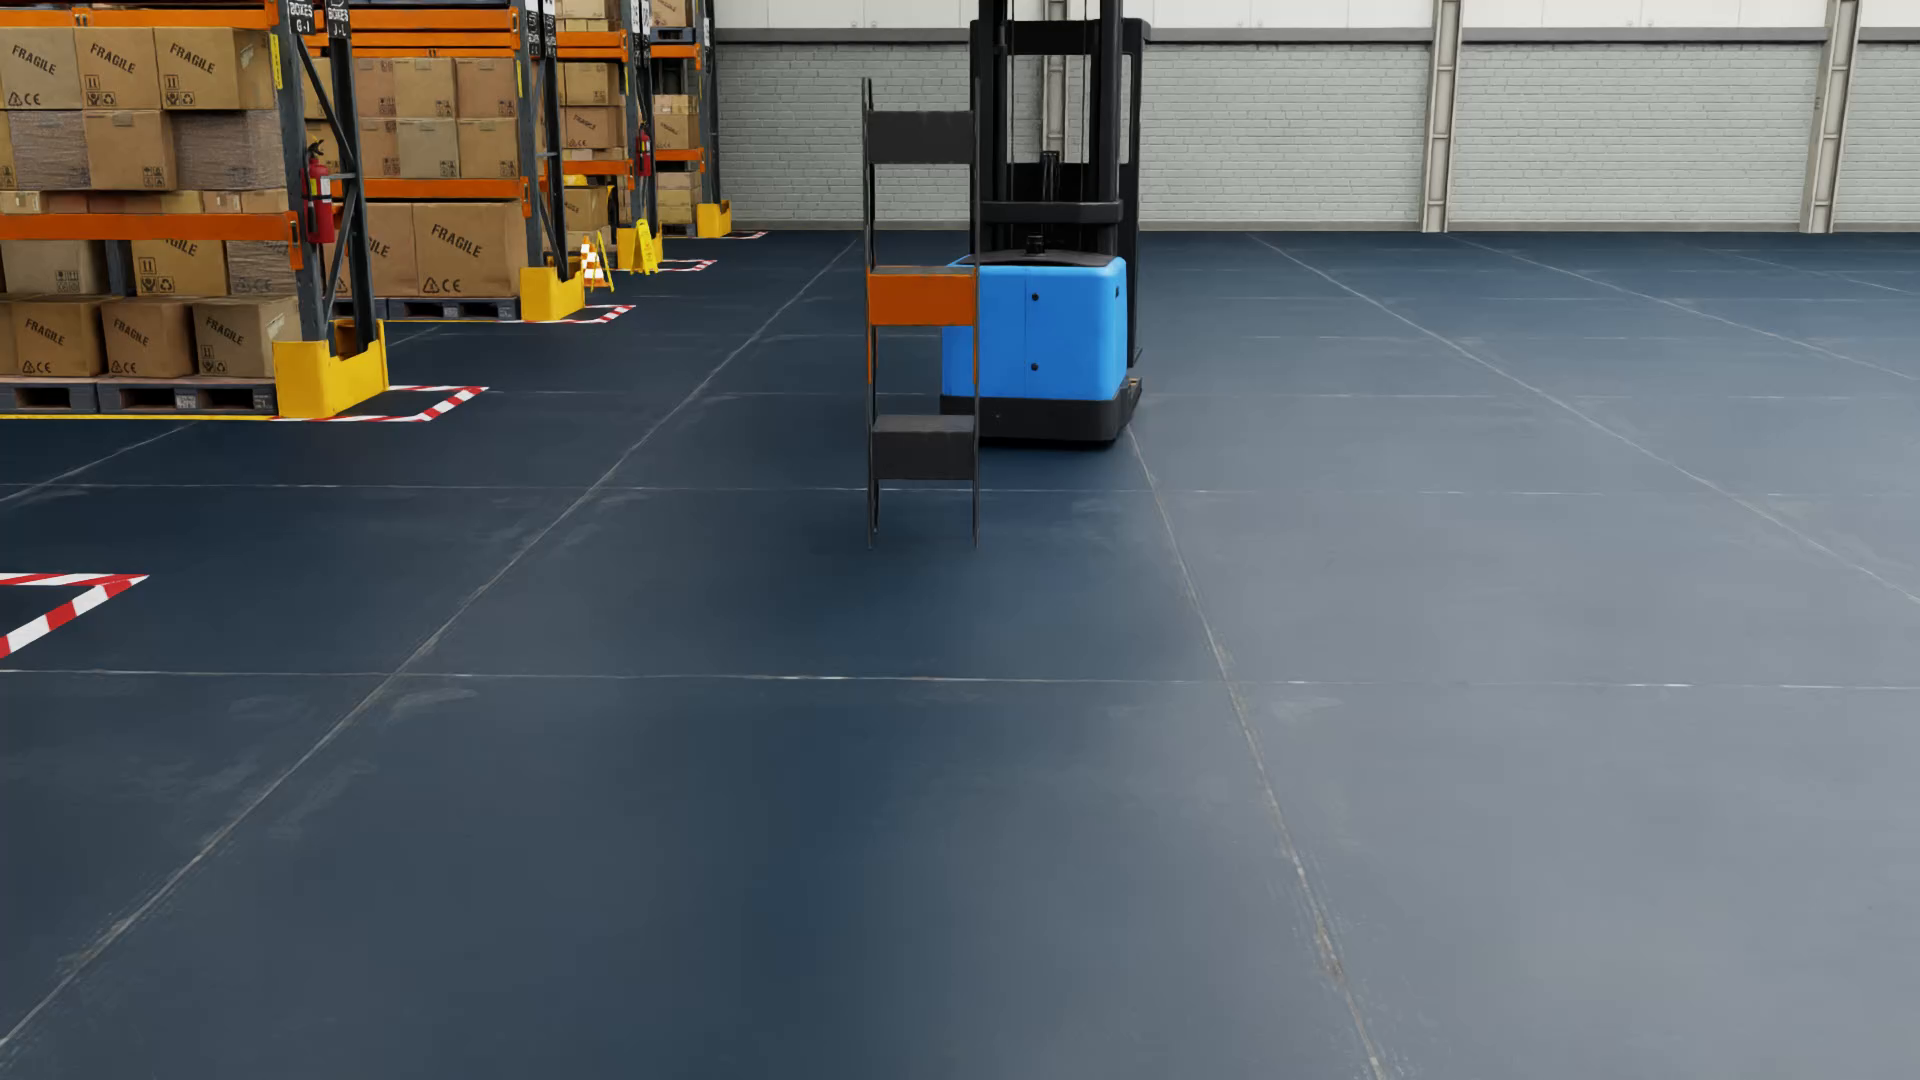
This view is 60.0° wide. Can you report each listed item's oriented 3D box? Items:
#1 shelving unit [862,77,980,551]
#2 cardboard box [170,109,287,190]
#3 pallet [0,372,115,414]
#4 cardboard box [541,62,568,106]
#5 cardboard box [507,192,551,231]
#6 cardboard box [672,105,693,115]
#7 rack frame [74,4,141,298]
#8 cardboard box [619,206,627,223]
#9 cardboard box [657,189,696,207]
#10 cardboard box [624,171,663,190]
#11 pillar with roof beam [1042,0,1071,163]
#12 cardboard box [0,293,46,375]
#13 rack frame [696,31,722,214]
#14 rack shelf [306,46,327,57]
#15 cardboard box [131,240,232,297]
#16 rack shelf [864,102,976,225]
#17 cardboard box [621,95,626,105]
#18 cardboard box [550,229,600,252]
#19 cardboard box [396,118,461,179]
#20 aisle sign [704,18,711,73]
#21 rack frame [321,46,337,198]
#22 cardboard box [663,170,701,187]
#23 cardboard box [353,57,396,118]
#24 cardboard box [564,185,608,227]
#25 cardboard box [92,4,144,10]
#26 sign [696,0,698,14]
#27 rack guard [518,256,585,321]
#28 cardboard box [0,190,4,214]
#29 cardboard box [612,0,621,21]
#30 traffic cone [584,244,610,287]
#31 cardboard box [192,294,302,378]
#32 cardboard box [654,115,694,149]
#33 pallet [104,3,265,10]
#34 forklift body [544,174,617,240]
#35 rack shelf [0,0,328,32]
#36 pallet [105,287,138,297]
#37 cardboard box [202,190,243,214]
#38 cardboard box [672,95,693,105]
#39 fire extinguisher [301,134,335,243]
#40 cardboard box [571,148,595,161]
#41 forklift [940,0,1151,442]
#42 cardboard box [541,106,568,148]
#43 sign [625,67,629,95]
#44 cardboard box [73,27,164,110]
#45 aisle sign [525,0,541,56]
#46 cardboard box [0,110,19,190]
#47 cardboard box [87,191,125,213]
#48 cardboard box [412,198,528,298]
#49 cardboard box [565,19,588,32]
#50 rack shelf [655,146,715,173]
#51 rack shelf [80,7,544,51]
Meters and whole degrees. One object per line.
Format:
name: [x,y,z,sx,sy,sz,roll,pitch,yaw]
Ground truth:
shelving unit: [-0.165,-1.016,7.576,0.503,2.100,0.431,0,15,1]
cardboard box: [-4.752,-2.596,11.020,0.500,0.500,0.875,0,15,1]
pallet: [-6.307,-1.068,11.475,1.213,0.211,1.003,0,15,1]
cardboard box: [-4.972,-5.549,20.253,0.500,0.500,0.700,1,15,2]
cardboard box: [-5.279,-4.098,20.588,0.500,0.500,0.500,1,15,4]
cardboard box: [-4.181,-6.479,25.050,0.250,0.149,0.380,1,15,2]
rack frame: [-7.974,-3.683,15.921,0.127,3.000,1.000,0,15,1]
cardboard box: [-5.301,-4.993,25.453,0.500,0.250,0.500,1,15,2]
cardboard box: [-4.321,-5.225,25.351,0.500,0.250,0.500,0,15,1]
cardboard box: [-4.806,-5.468,25.294,0.500,0.250,0.500,1,15,2]
pillar with roof beam: [1.388,-8.184,21.221,0.400,9.000,9.100,0,15,1]
cardboard box: [-6.608,-1.415,11.400,0.500,0.500,0.500,-1,15,-4]
rack frame: [-3.827,-6.186,25.408,0.127,3.000,1.000,0,15,1]
rack shelf: [-9.948,-6.062,20.467,4.000,0.370,1.077,0,15,1]
cardboard box: [-7.347,-2.837,16.055,0.875,0.875,0.875,1,15,2]
rack shelf: [-0.165,-1.680,7.401,0.480,0.518,0.431,0,15,1]
cardboard box: [-4.947,-6.650,25.114,0.250,0.149,0.380,0,15,2]
cardboard box: [-4.789,-3.731,20.667,0.500,0.250,0.500,0,15,1]
cardboard box: [-4.898,-3.719,15.761,0.550,0.550,0.875,0,15,1]
aisle sign: [-3.769,-7.368,24.790,0.004,0.787,0.394,0,15,1]
rack frame: [-7.949,-4.946,20.708,0.127,3.000,1.000,0,15,1]
cardboard box: [-4.303,-5.595,25.772,0.500,0.250,0.500,0,15,1]
cardboard box: [-5.454,-4.283,15.782,0.550,0.550,0.875,0,15,1]
cardboard box: [-4.773,-4.232,21.098,0.500,0.500,0.500,0,15,0]
cardboard box: [-10.422,-6.470,20.401,0.637,0.503,0.797,0,15,1]
sign: [-3.855,-7.888,24.398,0.005,0.325,0.100,0,15,1]
rack guard: [-3.951,-2.449,16.141,0.348,0.500,1.175,0,15,1]
cardboard box: [-6.244,-2.223,10.879,0.250,0.149,0.380,0,15,1]
cardboard box: [-4.446,-6.513,20.478,0.500,0.250,0.500,0,15,0]
traffic cone: [-4.101,-3.082,18.616,0.334,0.463,0.336,0,15,1]
cardboard box: [-4.827,-1.396,11.327,0.500,0.500,0.500,3,15,12]
cardboard box: [-4.326,-6.171,25.153,0.500,0.500,0.500,0,15,0]
pallet: [-7.156,-5.083,15.519,1.213,0.211,1.003,0,15,1]
forklift body: [-5.769,-5.323,23.799,1.214,2.155,2.313,0,15,1]
rack shelf: [-6.202,-3.509,10.789,4.000,0.370,1.077,0,15,1]
pallet: [-8.747,-2.321,16.223,1.213,0.211,1.003,0,15,1]
cardboard box: [-4.743,-2.223,10.877,0.250,0.149,0.380,0,15,1]
cardboard box: [-4.190,-6.641,25.079,0.250,0.149,0.380,0,15,2]
fire extinguisher: [-4.100,-2.237,10.592,0.183,0.674,0.296,0,15,1]
cardboard box: [-4.585,-4.720,20.343,0.250,0.149,0.380,0,15,1]
forklift: [0.649,-2.328,10.920,1.130,2.935,3.031,3,15,10]
cardboard box: [-5.000,-5.050,20.323,0.500,0.500,0.500,0,15,2]
sign: [-3.984,-5.492,19.885,0.005,0.325,0.100,0,15,1]
cardboard box: [-5.259,-3.011,10.634,0.500,0.500,0.500,0,15,1]
aisle sign: [-3.912,-4.837,15.199,0.004,0.787,0.394,0,15,1]
cardboard box: [-6.253,-2.589,10.994,0.500,0.500,0.875,0,15,1]
cardboard box: [-5.493,-2.229,10.901,0.250,0.149,0.380,0,15,1]
cardboard box: [-4.655,-2.821,15.993,0.875,0.875,0.875,0,15,2]
cardboard box: [-4.563,-6.173,19.972,0.250,0.149,0.380,0,15,2]
rack shelf: [-5.826,-5.851,25.549,4.000,0.370,1.077,0,15,1]
rack shelf: [-5.975,-4.773,15.581,4.000,0.370,1.077,0,15,1]
